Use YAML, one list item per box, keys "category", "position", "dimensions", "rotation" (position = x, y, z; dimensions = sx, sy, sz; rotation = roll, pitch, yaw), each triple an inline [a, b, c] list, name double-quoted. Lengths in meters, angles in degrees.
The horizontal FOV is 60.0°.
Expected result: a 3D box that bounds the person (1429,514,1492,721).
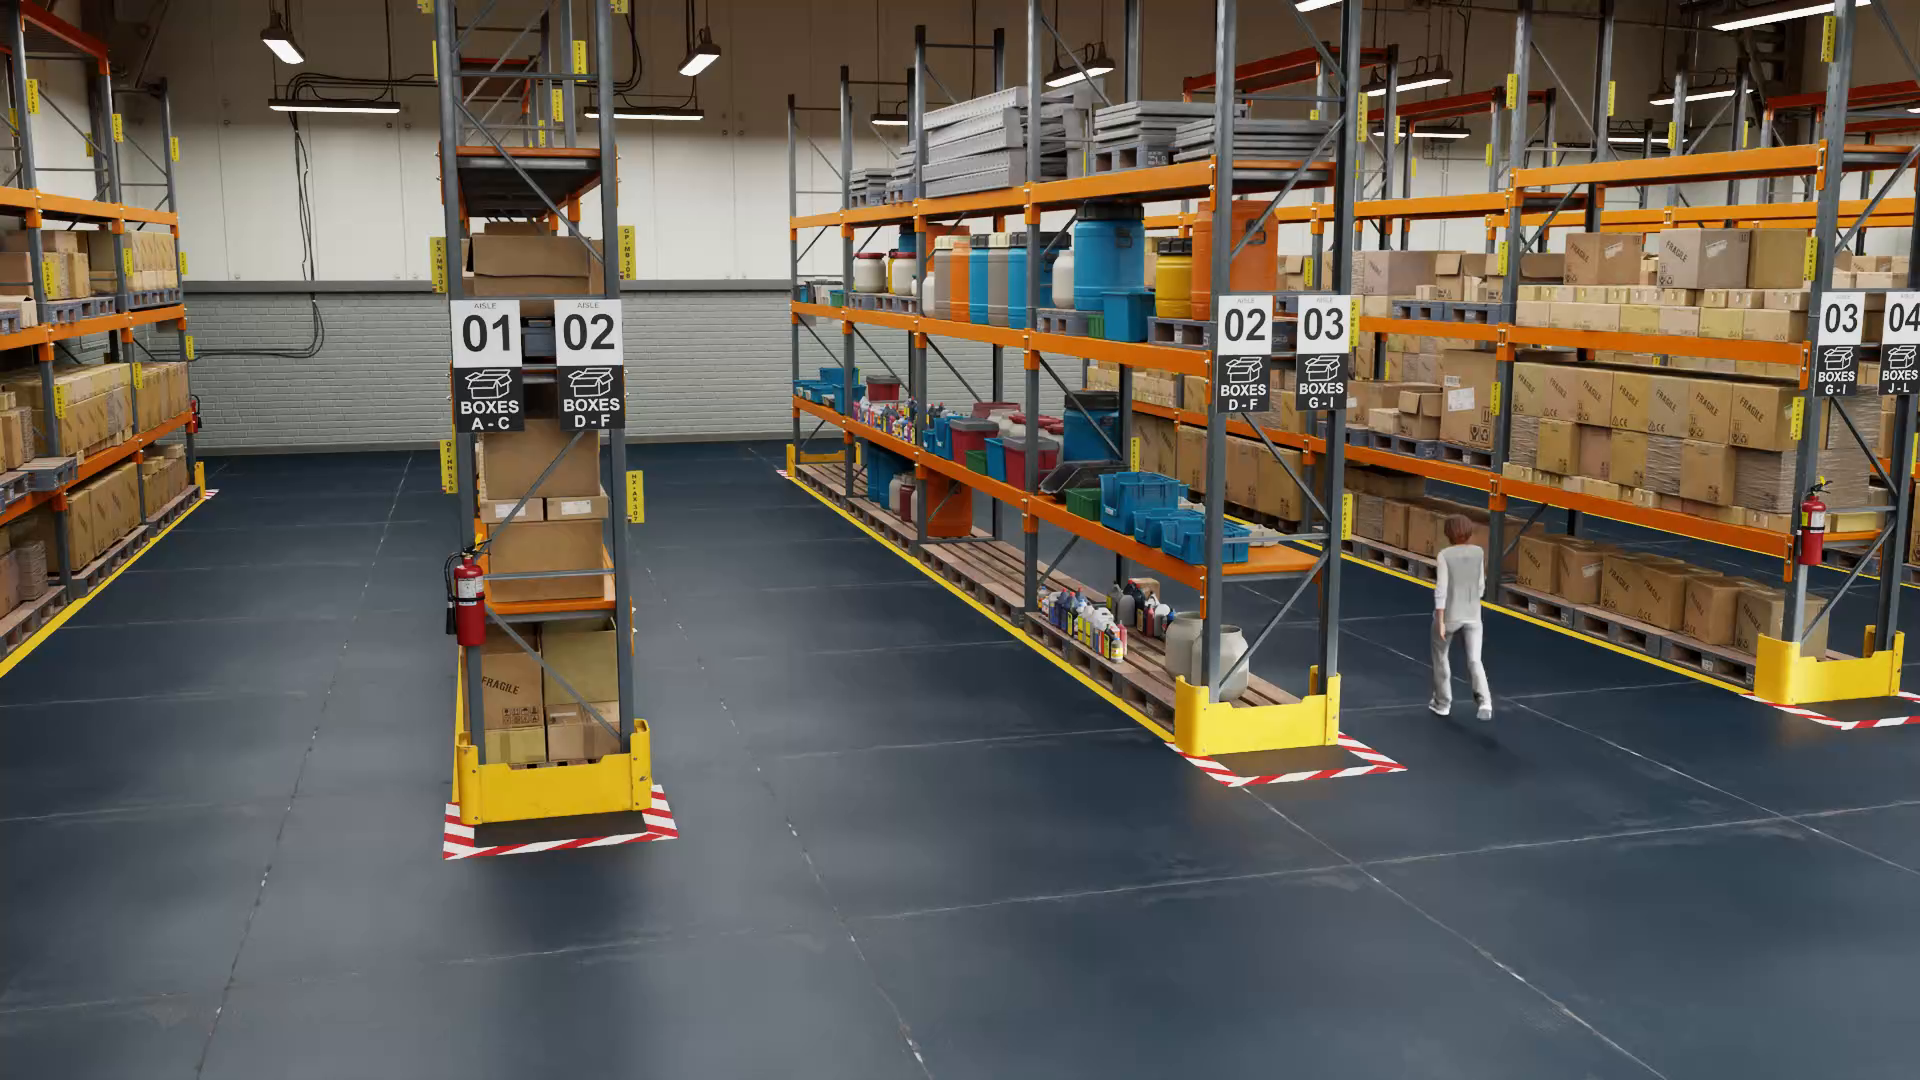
- category: "person"
  position: [3.708, 0.586, 12.350]
  dimensions: [0.418, 1.559, 0.832]
  rotation: [-1, 10, -4]
